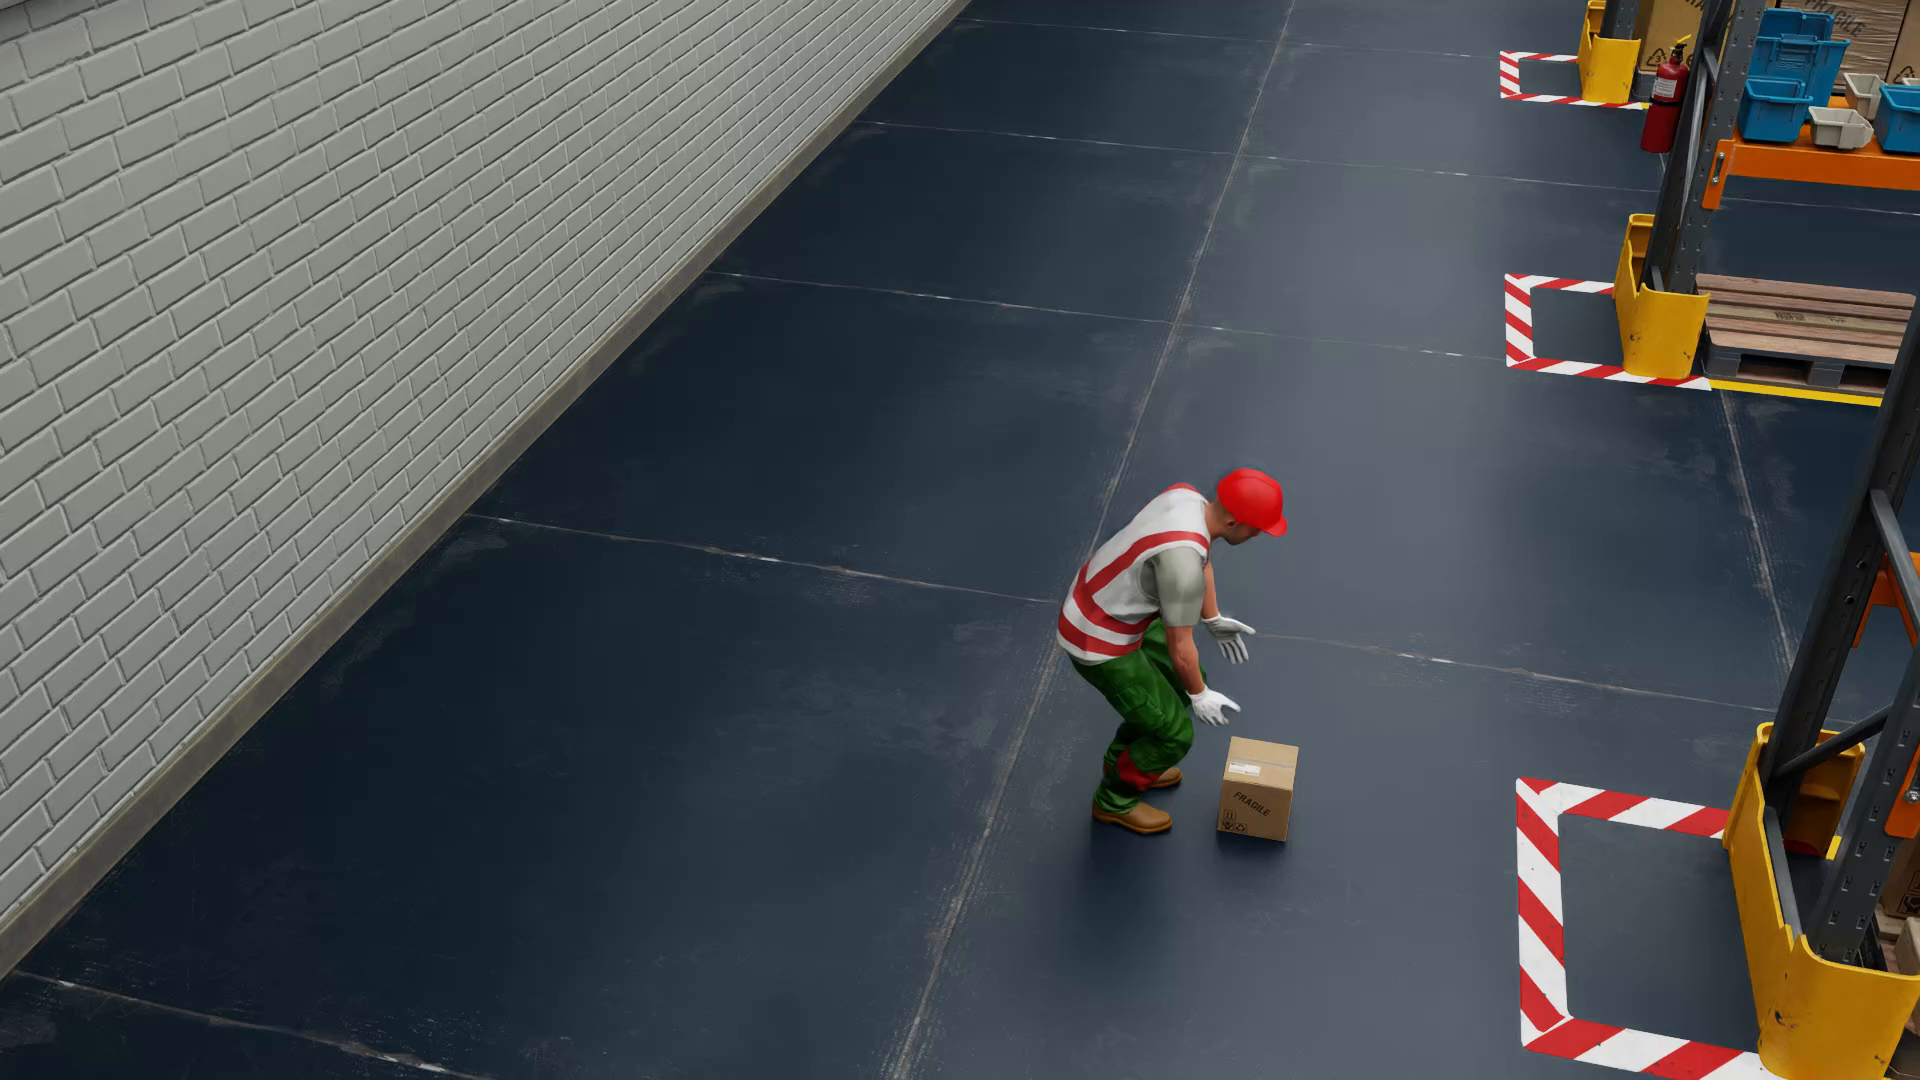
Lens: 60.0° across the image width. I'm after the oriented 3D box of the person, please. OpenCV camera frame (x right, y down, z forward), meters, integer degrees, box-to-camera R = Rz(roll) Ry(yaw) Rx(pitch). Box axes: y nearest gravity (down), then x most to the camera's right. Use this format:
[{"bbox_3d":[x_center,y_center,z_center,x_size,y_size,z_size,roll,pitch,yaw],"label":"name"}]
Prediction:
[{"bbox_3d":[0.726,0.351,5.891,0.750,1.439,0.583,8,33,13],"label":"person"}]
